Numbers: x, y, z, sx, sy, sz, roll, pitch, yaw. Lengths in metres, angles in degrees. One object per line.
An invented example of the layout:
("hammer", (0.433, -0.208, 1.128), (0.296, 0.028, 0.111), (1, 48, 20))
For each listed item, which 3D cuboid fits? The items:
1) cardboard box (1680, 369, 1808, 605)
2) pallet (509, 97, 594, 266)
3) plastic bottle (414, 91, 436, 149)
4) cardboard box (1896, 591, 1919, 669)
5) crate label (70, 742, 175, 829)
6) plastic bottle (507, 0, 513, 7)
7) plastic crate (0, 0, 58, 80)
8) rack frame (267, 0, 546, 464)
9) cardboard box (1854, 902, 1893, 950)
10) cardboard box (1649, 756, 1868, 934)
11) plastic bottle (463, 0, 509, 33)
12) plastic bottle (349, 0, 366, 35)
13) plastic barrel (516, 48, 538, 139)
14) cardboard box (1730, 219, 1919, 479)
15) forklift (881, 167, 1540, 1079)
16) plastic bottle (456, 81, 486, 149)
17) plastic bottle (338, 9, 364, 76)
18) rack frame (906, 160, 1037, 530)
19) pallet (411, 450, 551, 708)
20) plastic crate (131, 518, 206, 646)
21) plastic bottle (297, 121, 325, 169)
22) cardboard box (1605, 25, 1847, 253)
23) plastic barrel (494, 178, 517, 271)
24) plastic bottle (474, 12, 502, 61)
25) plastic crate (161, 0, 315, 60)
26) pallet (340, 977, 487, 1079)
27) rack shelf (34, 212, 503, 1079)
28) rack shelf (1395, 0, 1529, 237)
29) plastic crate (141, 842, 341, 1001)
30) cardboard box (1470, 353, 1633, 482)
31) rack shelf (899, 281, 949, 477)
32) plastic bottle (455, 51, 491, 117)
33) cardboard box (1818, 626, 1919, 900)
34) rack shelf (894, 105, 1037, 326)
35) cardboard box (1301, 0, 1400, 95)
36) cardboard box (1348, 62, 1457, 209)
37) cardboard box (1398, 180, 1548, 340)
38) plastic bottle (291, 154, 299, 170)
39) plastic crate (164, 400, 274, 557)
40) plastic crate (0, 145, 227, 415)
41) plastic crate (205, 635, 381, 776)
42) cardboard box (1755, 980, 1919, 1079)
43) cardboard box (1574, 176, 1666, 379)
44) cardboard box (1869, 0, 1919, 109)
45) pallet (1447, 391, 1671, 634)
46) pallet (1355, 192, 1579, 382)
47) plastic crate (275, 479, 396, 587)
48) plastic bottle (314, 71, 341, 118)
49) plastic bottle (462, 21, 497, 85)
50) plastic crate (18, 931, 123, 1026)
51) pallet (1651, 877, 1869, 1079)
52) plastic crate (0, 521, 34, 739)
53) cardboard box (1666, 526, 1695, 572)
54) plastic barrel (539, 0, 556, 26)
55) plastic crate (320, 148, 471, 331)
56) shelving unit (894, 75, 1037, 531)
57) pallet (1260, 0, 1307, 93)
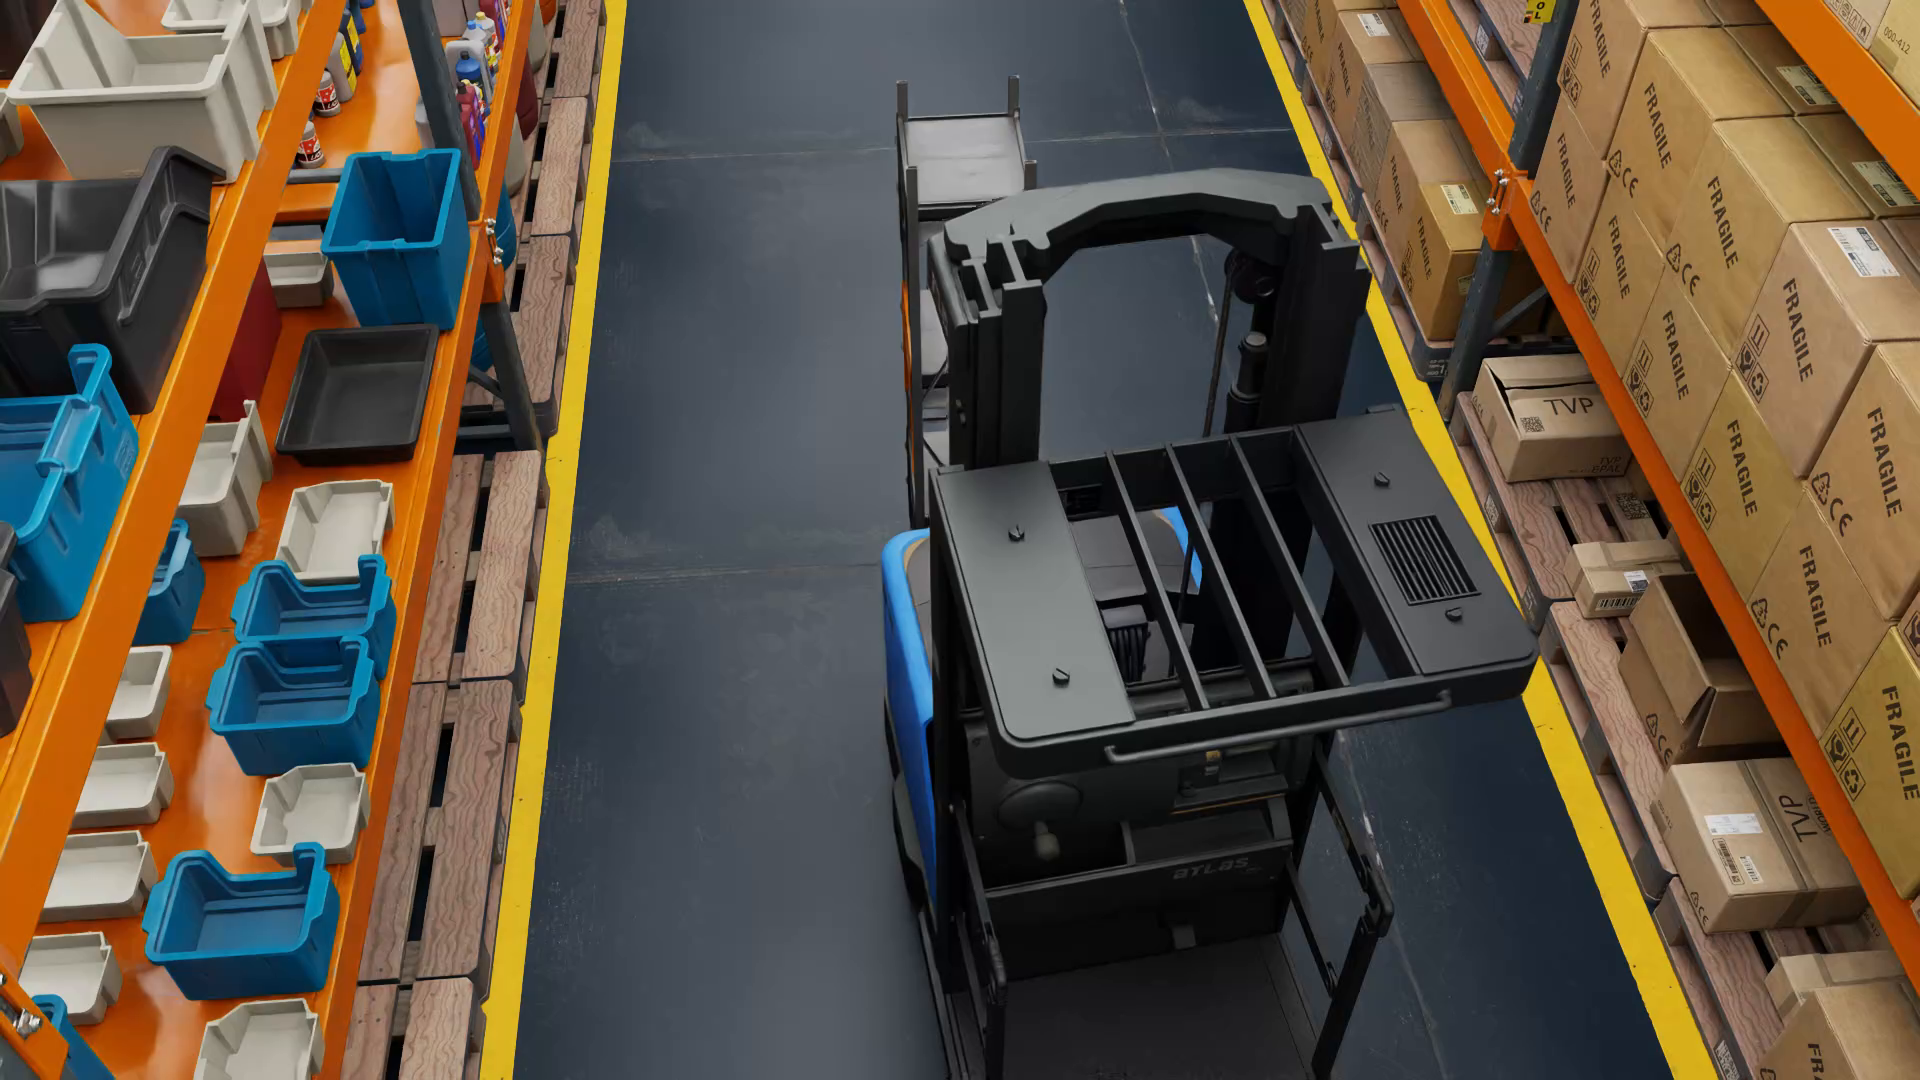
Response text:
("cardboard box", (2.541, -0.173, 4.915), (0.500, 0.500, 0.500), (-4, 47, -4))
("pallet", (-2.425, -1.812, 8.458), (1.003, 0.211, 1.213), (-3, 47, -3))
("plastic bottle", (-2.006, -1.612, 6.382), (0.144, 0.351, 0.185), (-3, 47, -3))
("cardboard box", (2.620, 0.221, 3.854), (0.500, 0.500, 0.500), (-2, 47, -2))
("crate label", (-2.268, 0.649, 4.346), (0.396, 0.136, 0.243), (-3, 47, -3))
("plastic bottle", (-2.052, -2.479, 7.254), (0.152, 0.276, 0.135), (-3, 47, -3))
("plastic crate", (-2.465, -1.397, 4.168), (0.497, 0.269, 0.590), (-3, 47, -3))
("rack frame", (-2.296, -1.326, 6.076), (1.000, 3.000, 0.127), (-3, 47, -3))
("cardboard box", (3.170, 1.292, 5.188), (0.500, 0.250, 0.500), (-3, 47, -3))
("cardboard box", (2.634, 0.997, 5.467), (0.500, 0.250, 0.500), (-3, 47, -3))
("plastic bottle", (-2.033, -2.311, 7.095), (0.152, 0.276, 0.135), (-3, 47, -3))
("plastic bottle", (-2.613, -2.295, 7.082), (0.097, 0.271, 0.097), (0, 47, 0))
("plastic barrel", (-2.479, -2.365, 8.432), (0.600, 0.588, 0.708), (-3, 47, -3))
("cardboard box", (2.529, -0.525, 4.561), (0.500, 0.500, 0.500), (-2, 47, -2))
("forklift", (0.523, 0.691, 4.214), (1.130, 2.935, 3.031), (-8, 47, -8))
("plastic bottle", (-1.913, -1.673, 6.486), (0.061, 0.283, 0.133), (-3, 47, -3))
("plastic bottle", (-2.571, -2.096, 6.840), (0.144, 0.351, 0.185), (-3, 47, -3))
("rack frame", (0.034, -0.426, 5.844), (0.400, 2.100, 0.015), (-3, 47, -3))
("pallet", (-2.196, 0.163, 6.587), (1.003, 0.211, 1.213), (-3, 47, -3))
("plastic crate", (-2.389, 0.135, 4.767), (0.416, 0.233, 0.300), (-3, 47, -3))
("plastic bottle", (-2.529, -1.544, 6.420), (0.097, 0.201, 0.097), (0, 47, 0))
("cardboard box", (2.443, -1.271, 5.267), (0.500, 0.500, 0.500), (-5, 47, -5))
("plastic barrel", (-2.384, -1.656, 7.544), (0.600, 0.901, 0.708), (-3, 47, -3))
("plastic bottle", (-1.985, -2.107, 6.953), (0.097, 0.201, 0.097), (0, 47, 0))
("plastic crate", (-1.811, -1.369, 4.233), (0.293, 0.136, 0.466), (-3, 47, -3))
("pallet", (-1.992, 1.928, 4.915), (1.003, 0.211, 1.213), (-3, 47, -3))
("rack shelf", (-2.129, 0.369, 4.967), (1.077, 0.370, 4.000), (-3, 47, -3))
("rack shelf", (2.473, -2.824, 7.990), (1.077, 0.370, 4.000), (-3, 47, -3))
("plastic crate", (-1.709, 0.930, 4.013), (0.416, 0.233, 0.300), (-3, 47, -3))
("cardboard box", (2.460, -0.534, 6.875), (0.500, 0.311, 0.500), (-3, 47, -3))
("rack shelf", (0.014, -0.593, 6.021), (0.431, 0.518, 0.480), (-3, 47, -3))
("plastic bottle", (-1.949, -1.822, 6.635), (0.097, 0.271, 0.097), (0, 47, 0))
("cardboard box", (2.619, 0.553, 4.228), (0.500, 0.500, 0.500), (-3, 47, -3))
("rack shelf", (0.014, -1.074, 5.512), (0.431, 0.518, 0.480), (-3, 47, -3))
("cardboard box", (2.145, -2.722, 8.817), (0.500, 0.500, 0.500), (-4, 47, -4))
("cardboard box", (2.239, -1.976, 8.111), (0.500, 0.500, 0.500), (-3, 47, -3))
("cardboard box", (2.313, -1.255, 7.428), (0.500, 0.500, 0.500), (-4, 47, -4))
("plastic bottle", (-2.651, -1.549, 6.373), (0.152, 0.276, 0.135), (-3, 47, -3))
("plastic crate", (-2.352, -0.190, 5.040), (0.437, 0.282, 0.530), (-3, 47, -3))
("plastic crate", (-1.815, -0.564, 3.331), (0.504, 0.338, 0.767), (-3, 47, -3))
("plastic crate", (-1.764, 0.454, 4.465), (0.416, 0.233, 0.300), (-3, 47, -3))
("cardboard box", (2.684, 1.600, 4.724), (0.500, 0.500, 0.500), (-3, 47, -3))
("cardboard box", (2.457, -0.903, 5.607), (0.500, 0.500, 0.500), (-3, 47, -3))
("cardboard box", (2.558, -1.152, 3.949), (0.500, 0.250, 0.500), (-3, 47, -3))
("pallet", (2.697, -0.168, 6.901), (1.003, 0.211, 1.213), (-3, 47, -3))
("pallet", (2.534, -1.251, 7.926), (1.003, 0.211, 1.213), (-3, 47, -3))
("plastic crate", (-1.851, -0.014, 4.974), (0.293, 0.136, 0.466), (-3, 47, -3))
("plastic bottle", (-2.559, -1.808, 6.670), (0.097, 0.201, 0.097), (0, 47, 0))
("plastic bottle", (-1.968, -1.990, 6.794), (0.097, 0.271, 0.097), (0, 47, 0))
("plastic crate", (-2.210, 1.059, 3.958), (0.396, 0.136, 0.243), (-3, 47, -3))
("pallet", (2.901, 1.597, 5.229), (1.003, 0.211, 1.213), (-3, 47, -3))
("plastic crate", (-1.716, 0.286, 2.573), (0.497, 0.269, 0.590), (-3, 47, -3))
("cardboard box", (3.033, 0.087, 6.287), (0.500, 0.311, 0.500), (-3, 47, -3))
("plastic barrel", (-2.573, -3.265, 9.118), (0.600, 0.830, 0.708), (-3, 47, -3))
("plastic crate", (-1.917, -1.024, 5.760), (0.392, 0.384, 0.575), (-3, 47, -3))
("shelving unit", (0.014, -0.602, 6.011), (0.431, 2.100, 0.503), (-3, 47, -3))
("pallet", (2.330, -3.017, 9.598), (1.003, 0.211, 1.213), (-3, 47, -3))
